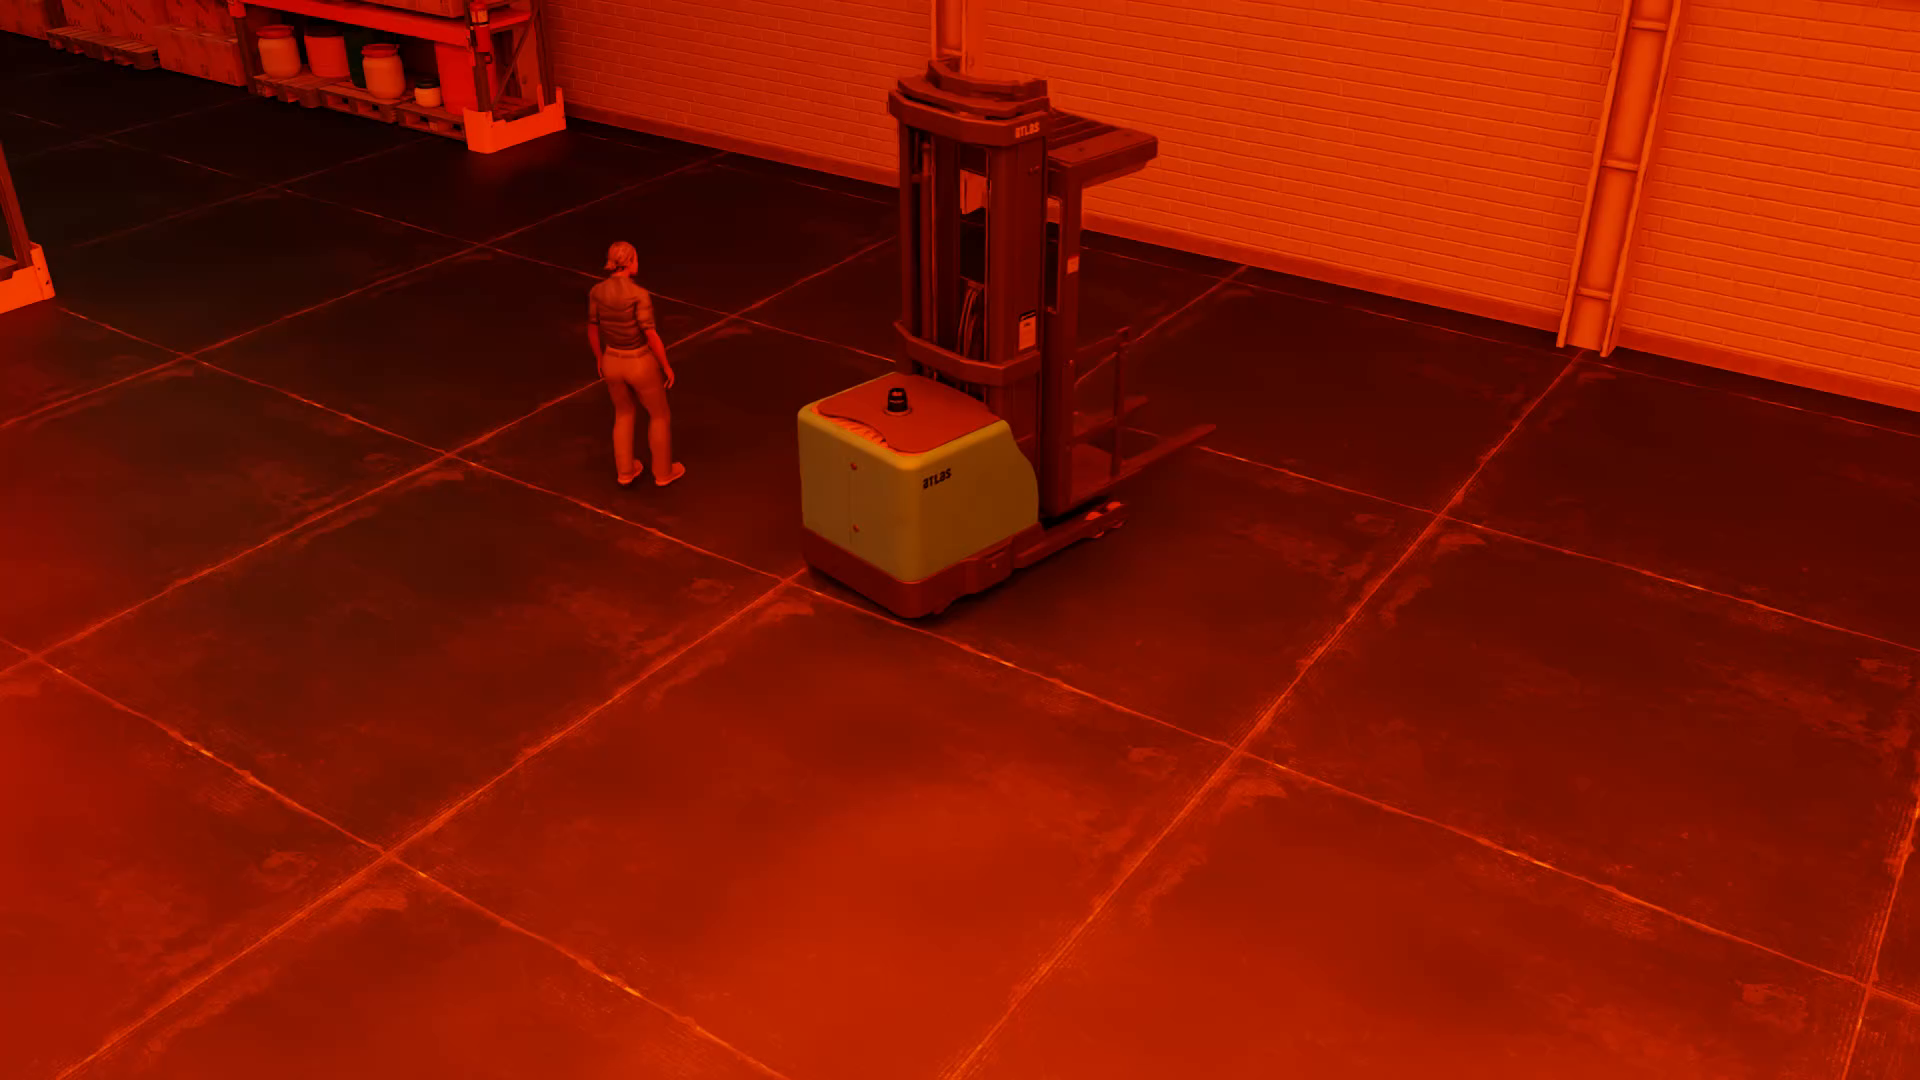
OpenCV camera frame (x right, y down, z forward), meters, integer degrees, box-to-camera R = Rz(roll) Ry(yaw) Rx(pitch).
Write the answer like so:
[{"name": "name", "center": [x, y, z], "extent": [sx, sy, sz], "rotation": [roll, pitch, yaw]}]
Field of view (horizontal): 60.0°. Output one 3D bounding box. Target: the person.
[{"name": "person", "center": [-2.117, -1.138, 10.818], "extent": [0.563, 1.651, 0.382], "rotation": [10, 32, 17]}]

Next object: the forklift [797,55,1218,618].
[{"name": "forklift", "center": [0.447, -1.447, 10.073], "extent": [3.031, 2.935, 1.130], "rotation": [-26, 39, -37]}]
